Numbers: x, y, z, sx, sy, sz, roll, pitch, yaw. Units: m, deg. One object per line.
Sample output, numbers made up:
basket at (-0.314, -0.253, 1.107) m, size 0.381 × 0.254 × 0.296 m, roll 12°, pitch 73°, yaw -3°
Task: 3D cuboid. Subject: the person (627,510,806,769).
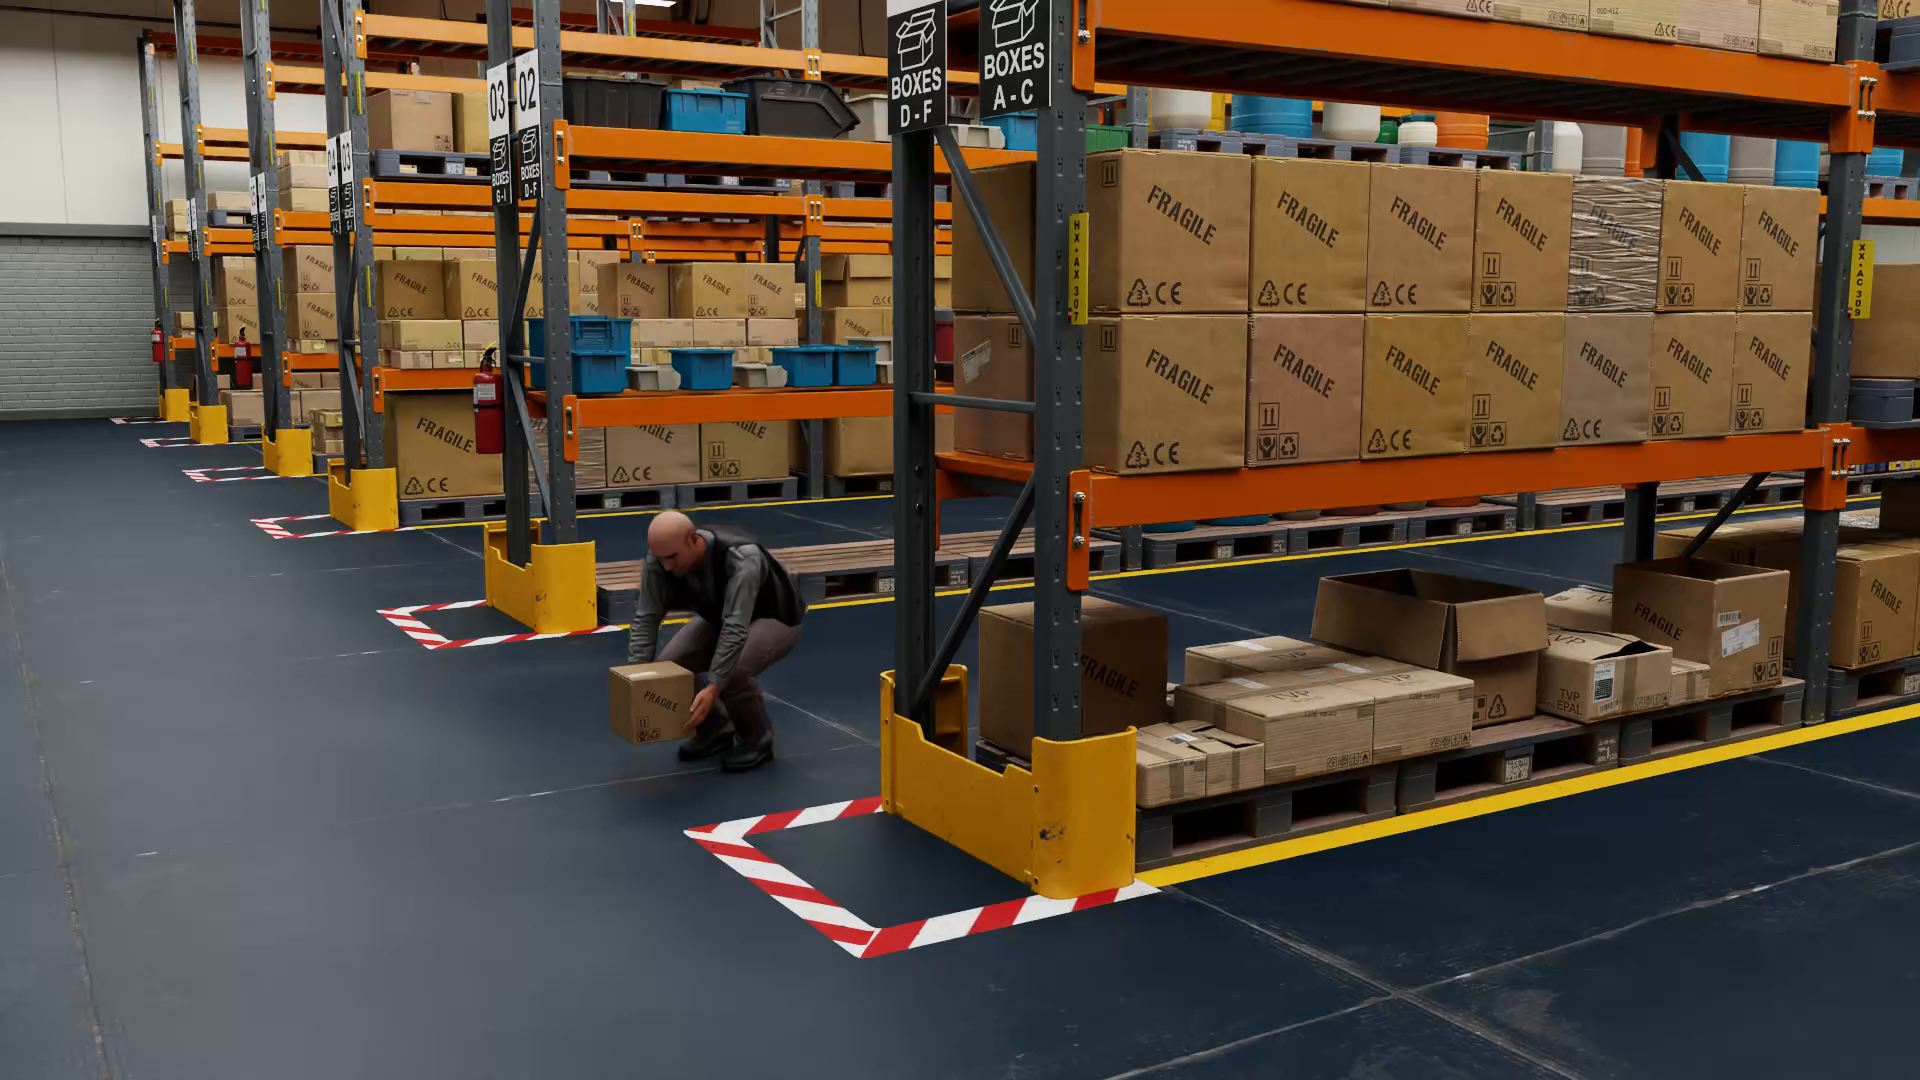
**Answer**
person at (-0.947, 0.376, 6.625) m, size 0.553 × 1.062 × 0.829 m, roll 5°, pitch 10°, yaw 32°
